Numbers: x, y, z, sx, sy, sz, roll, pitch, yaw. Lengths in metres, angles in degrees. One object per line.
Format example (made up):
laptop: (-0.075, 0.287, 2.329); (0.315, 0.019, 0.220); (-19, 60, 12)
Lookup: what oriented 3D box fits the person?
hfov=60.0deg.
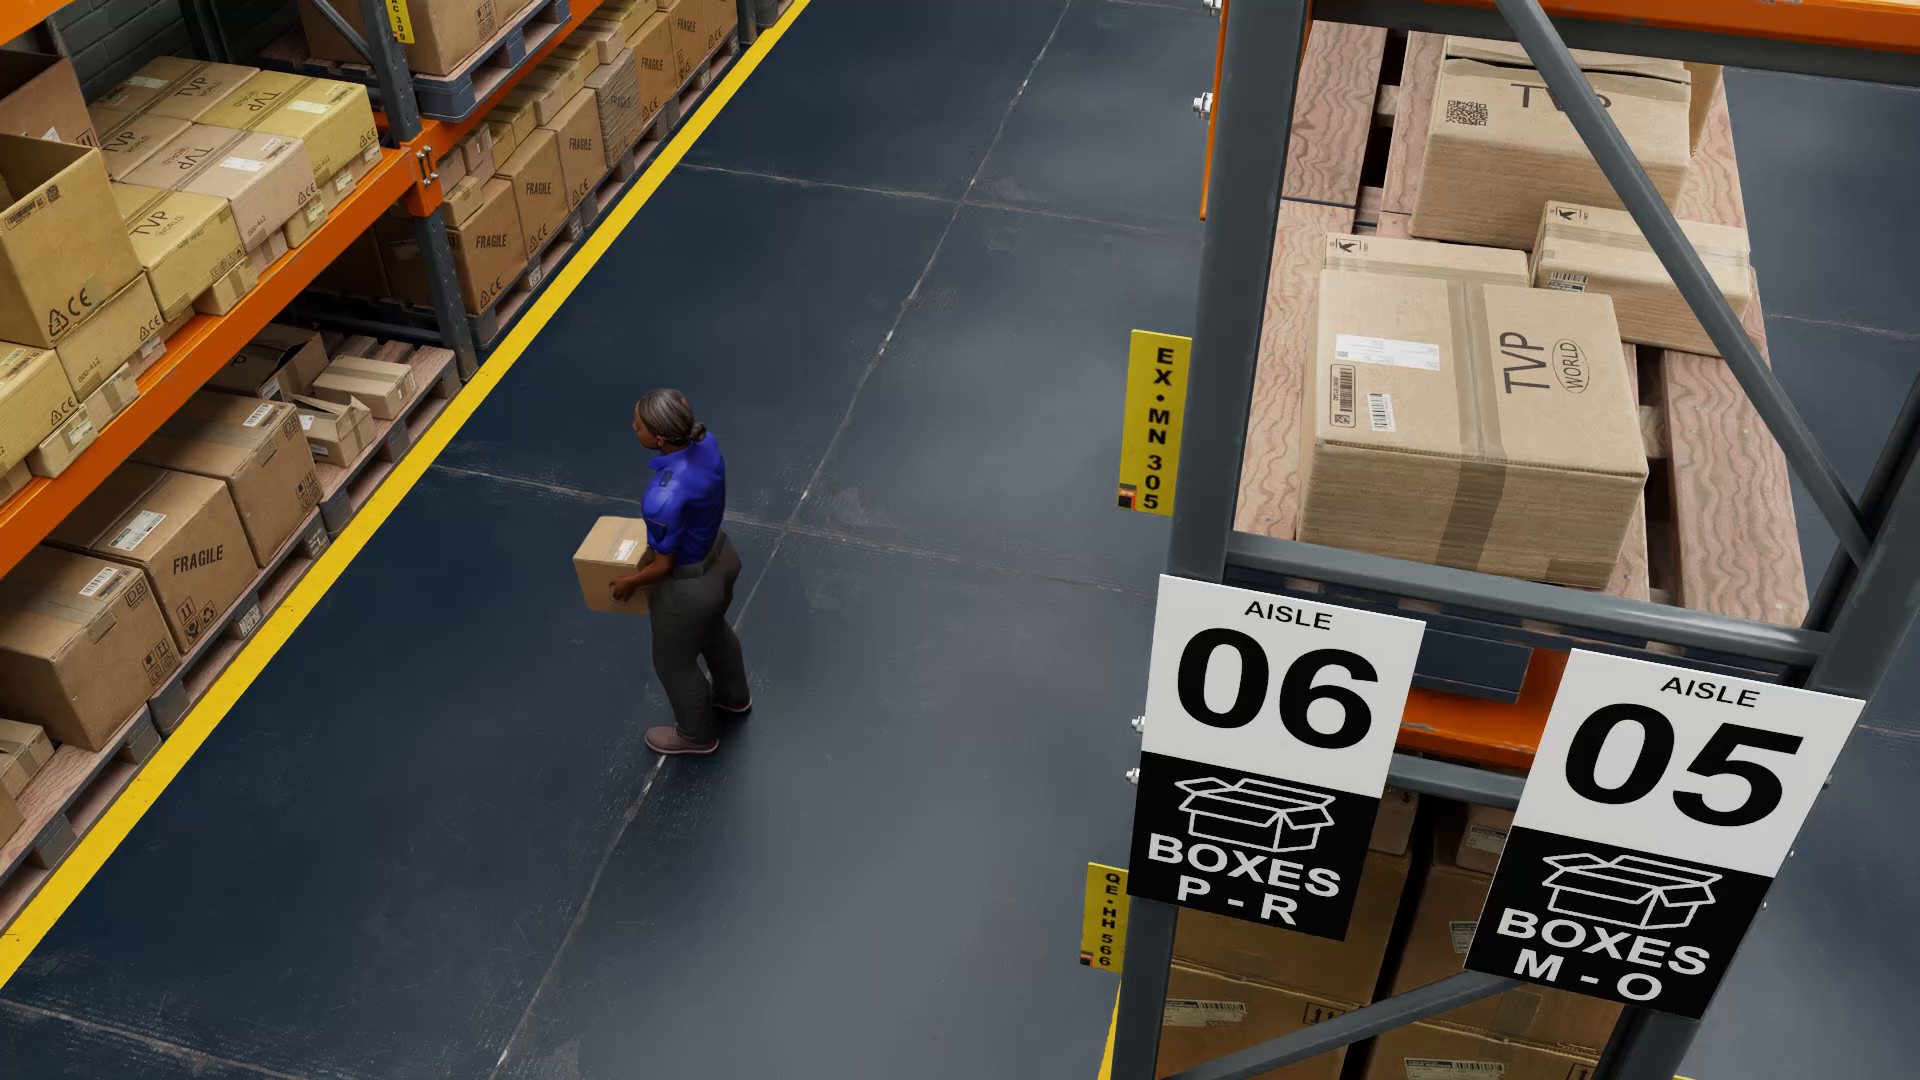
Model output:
person: (-1.024, 0.125, 6.014); (0.418, 1.663, 0.475); (9, 42, 11)
